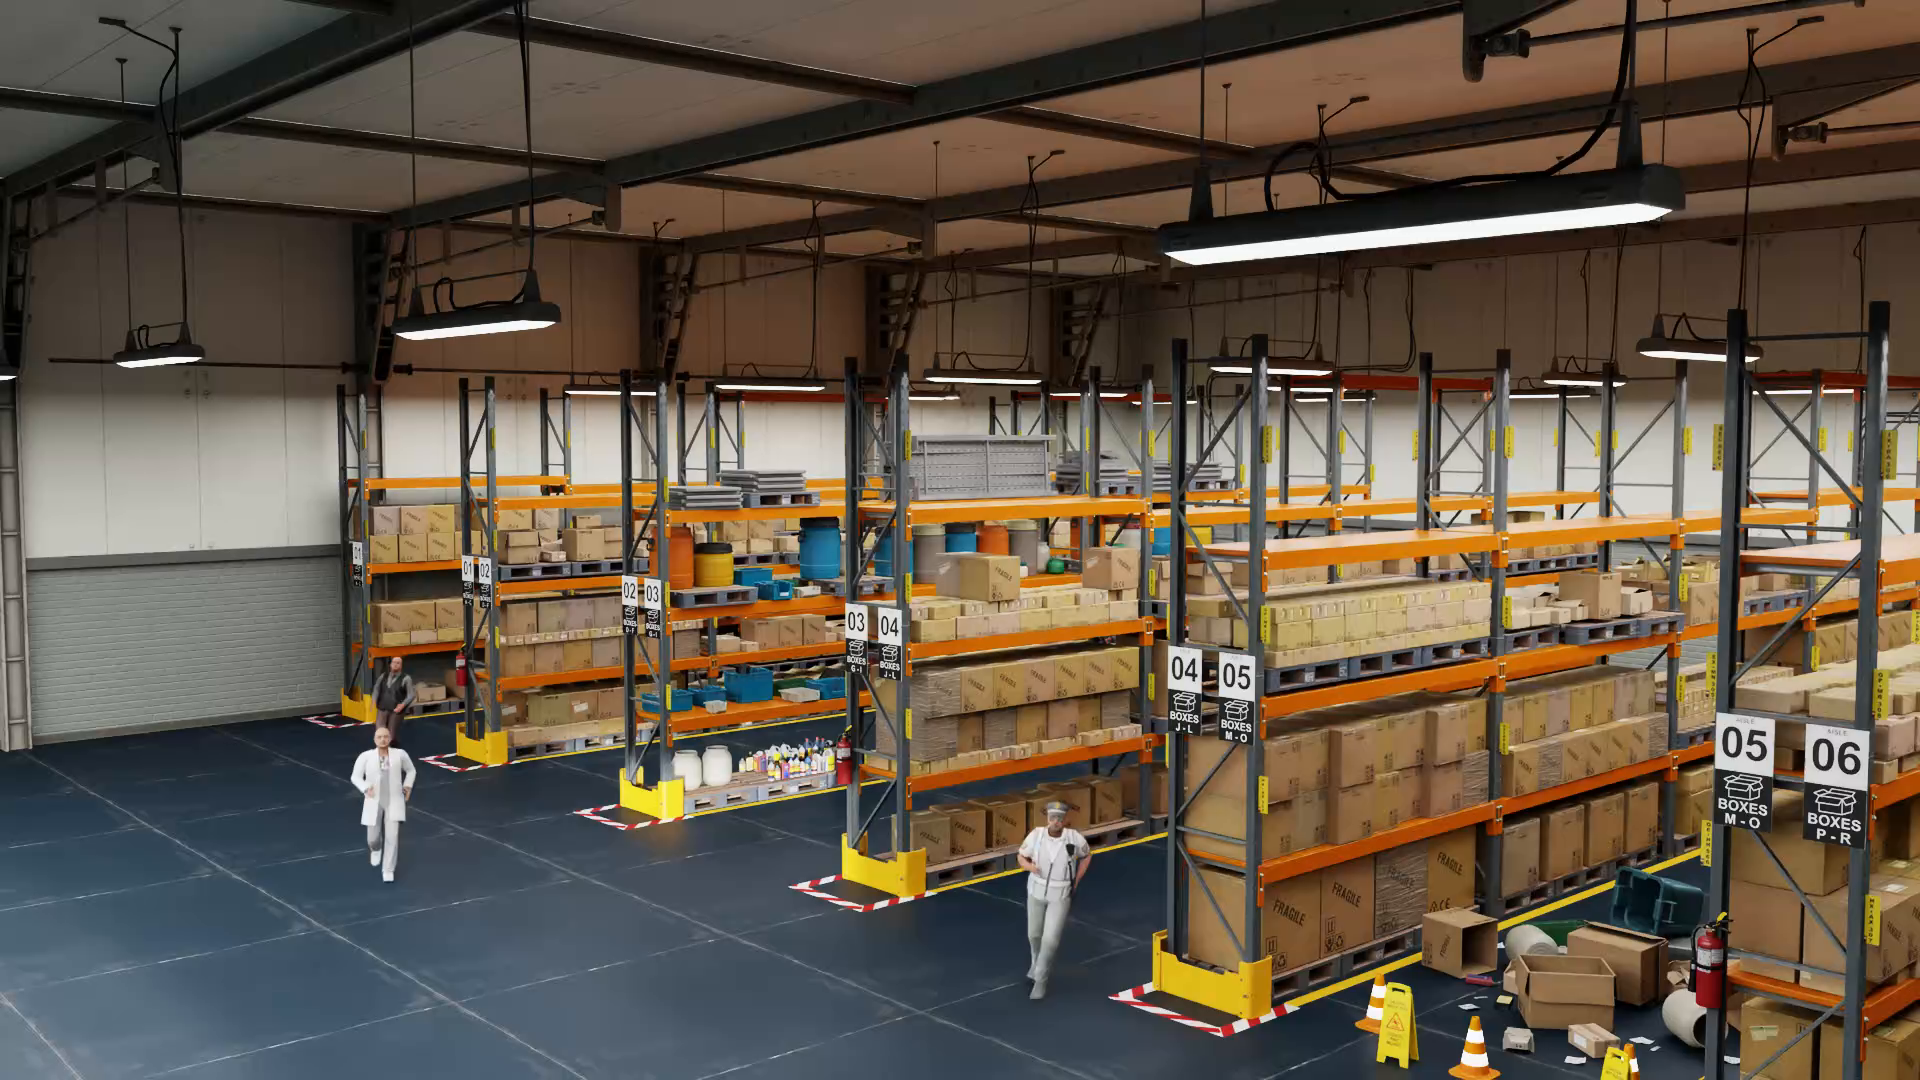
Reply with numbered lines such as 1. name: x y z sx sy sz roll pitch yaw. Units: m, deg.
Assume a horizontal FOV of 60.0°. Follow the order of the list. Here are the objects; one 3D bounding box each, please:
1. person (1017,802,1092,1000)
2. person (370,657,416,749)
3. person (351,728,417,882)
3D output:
1. person: 0.849 3.296 15.339 0.654 1.844 0.743 1 4 17
2. person: -8.752 2.653 25.665 0.709 1.694 0.621 0 4 3
3. person: -6.655 3.033 19.241 0.717 1.733 0.803 -1 4 -20
